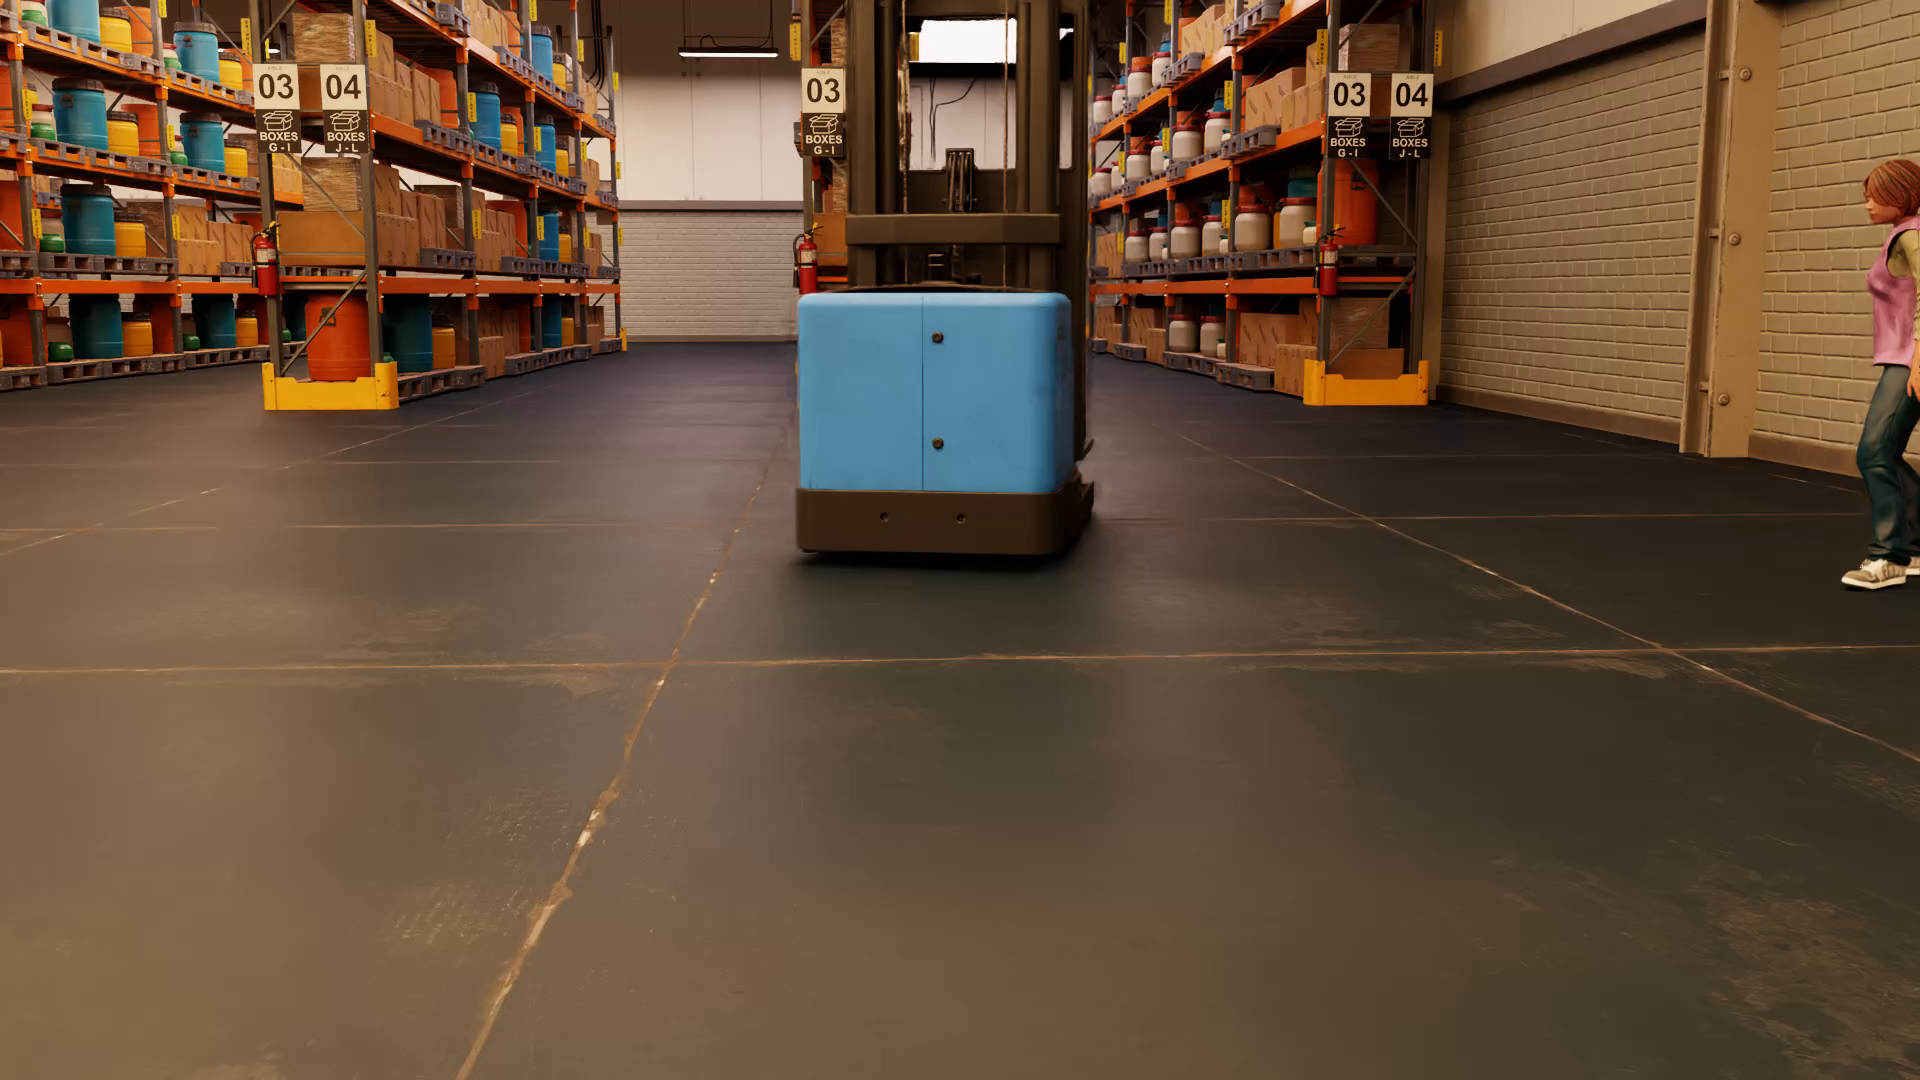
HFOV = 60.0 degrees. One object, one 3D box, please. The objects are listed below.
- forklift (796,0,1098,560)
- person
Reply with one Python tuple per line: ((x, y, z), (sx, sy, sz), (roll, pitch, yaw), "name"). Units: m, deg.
((0.064, -1.549, 7.760), (1.130, 2.935, 3.031), (1, 9, 8), "forklift")
((3.529, -0.615, 6.206), (0.379, 1.555, 0.726), (4, 9, 27), "person")
